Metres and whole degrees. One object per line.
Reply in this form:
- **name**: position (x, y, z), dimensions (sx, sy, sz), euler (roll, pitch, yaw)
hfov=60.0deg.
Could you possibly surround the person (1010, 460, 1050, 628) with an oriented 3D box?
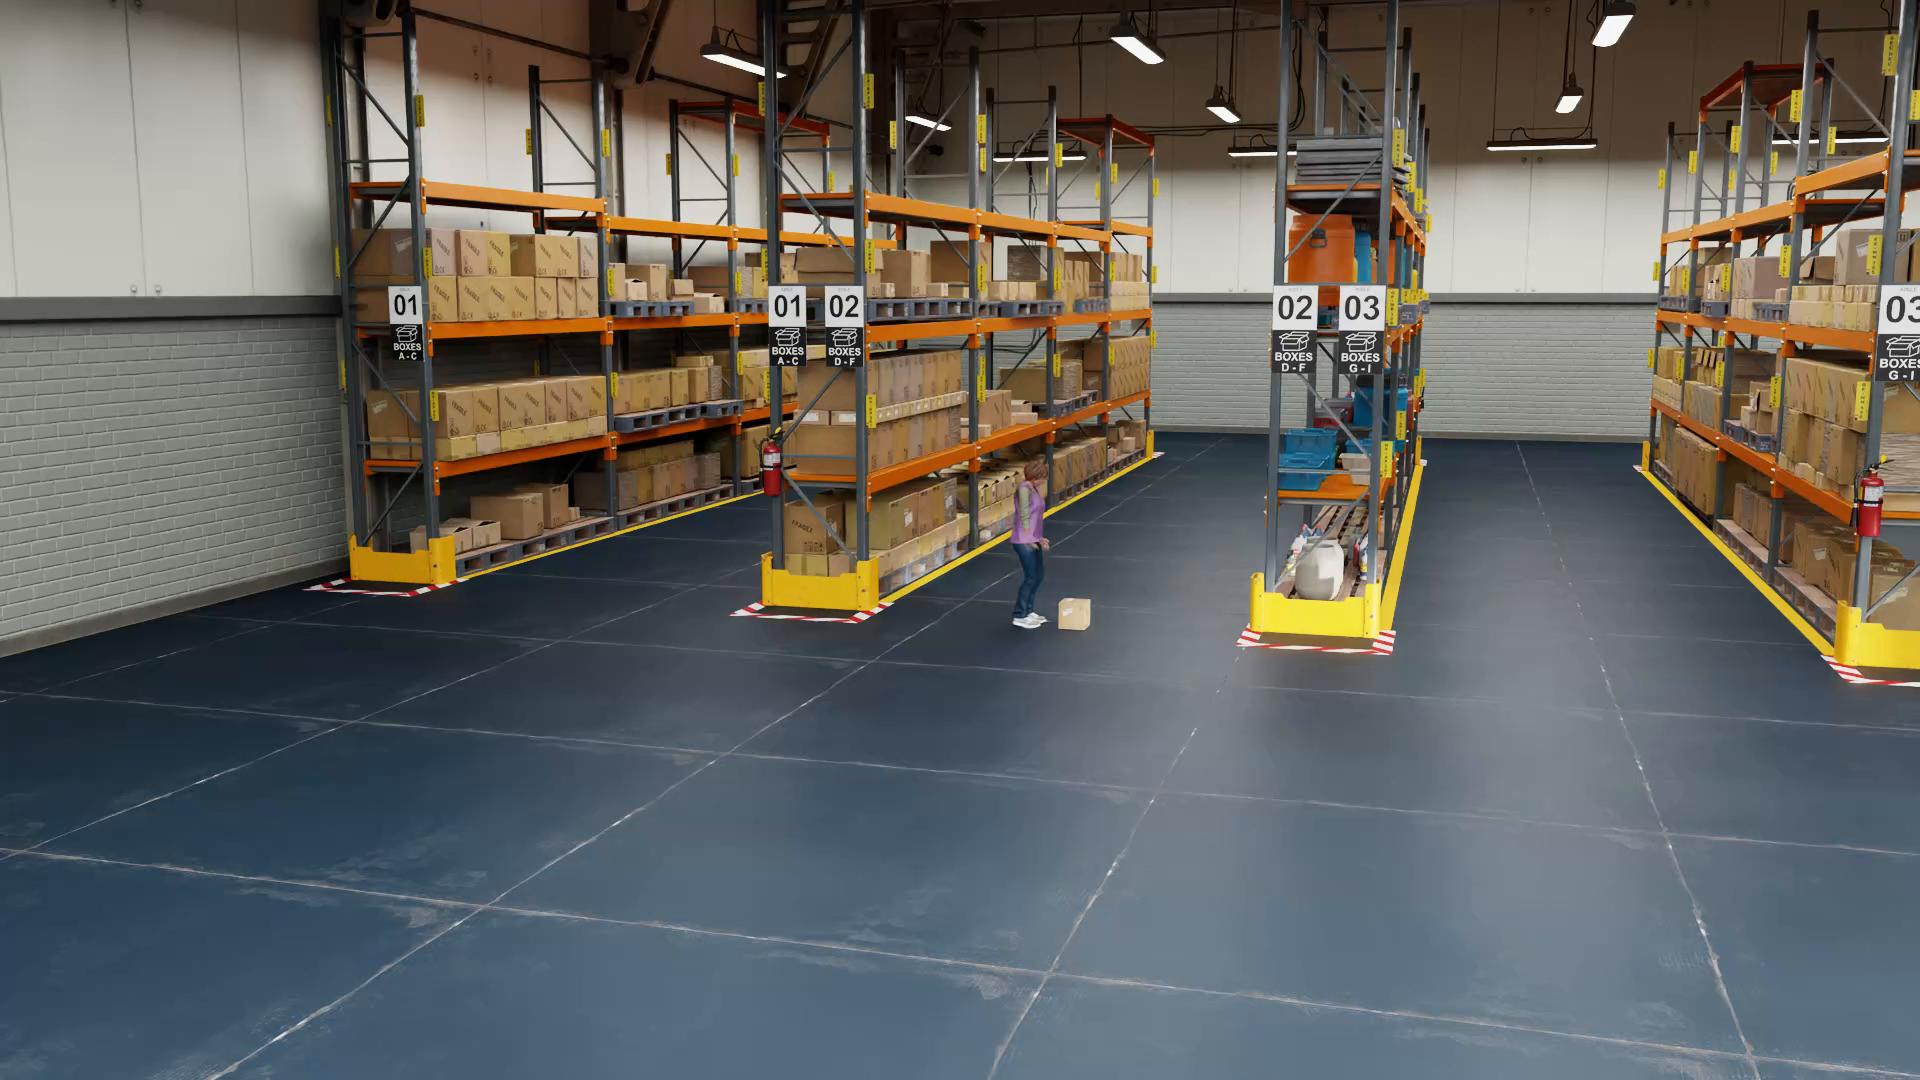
- **person**: position (0.662, 0.034, 15.803), dimensions (0.341, 1.563, 0.417), euler (3, 9, 17)
